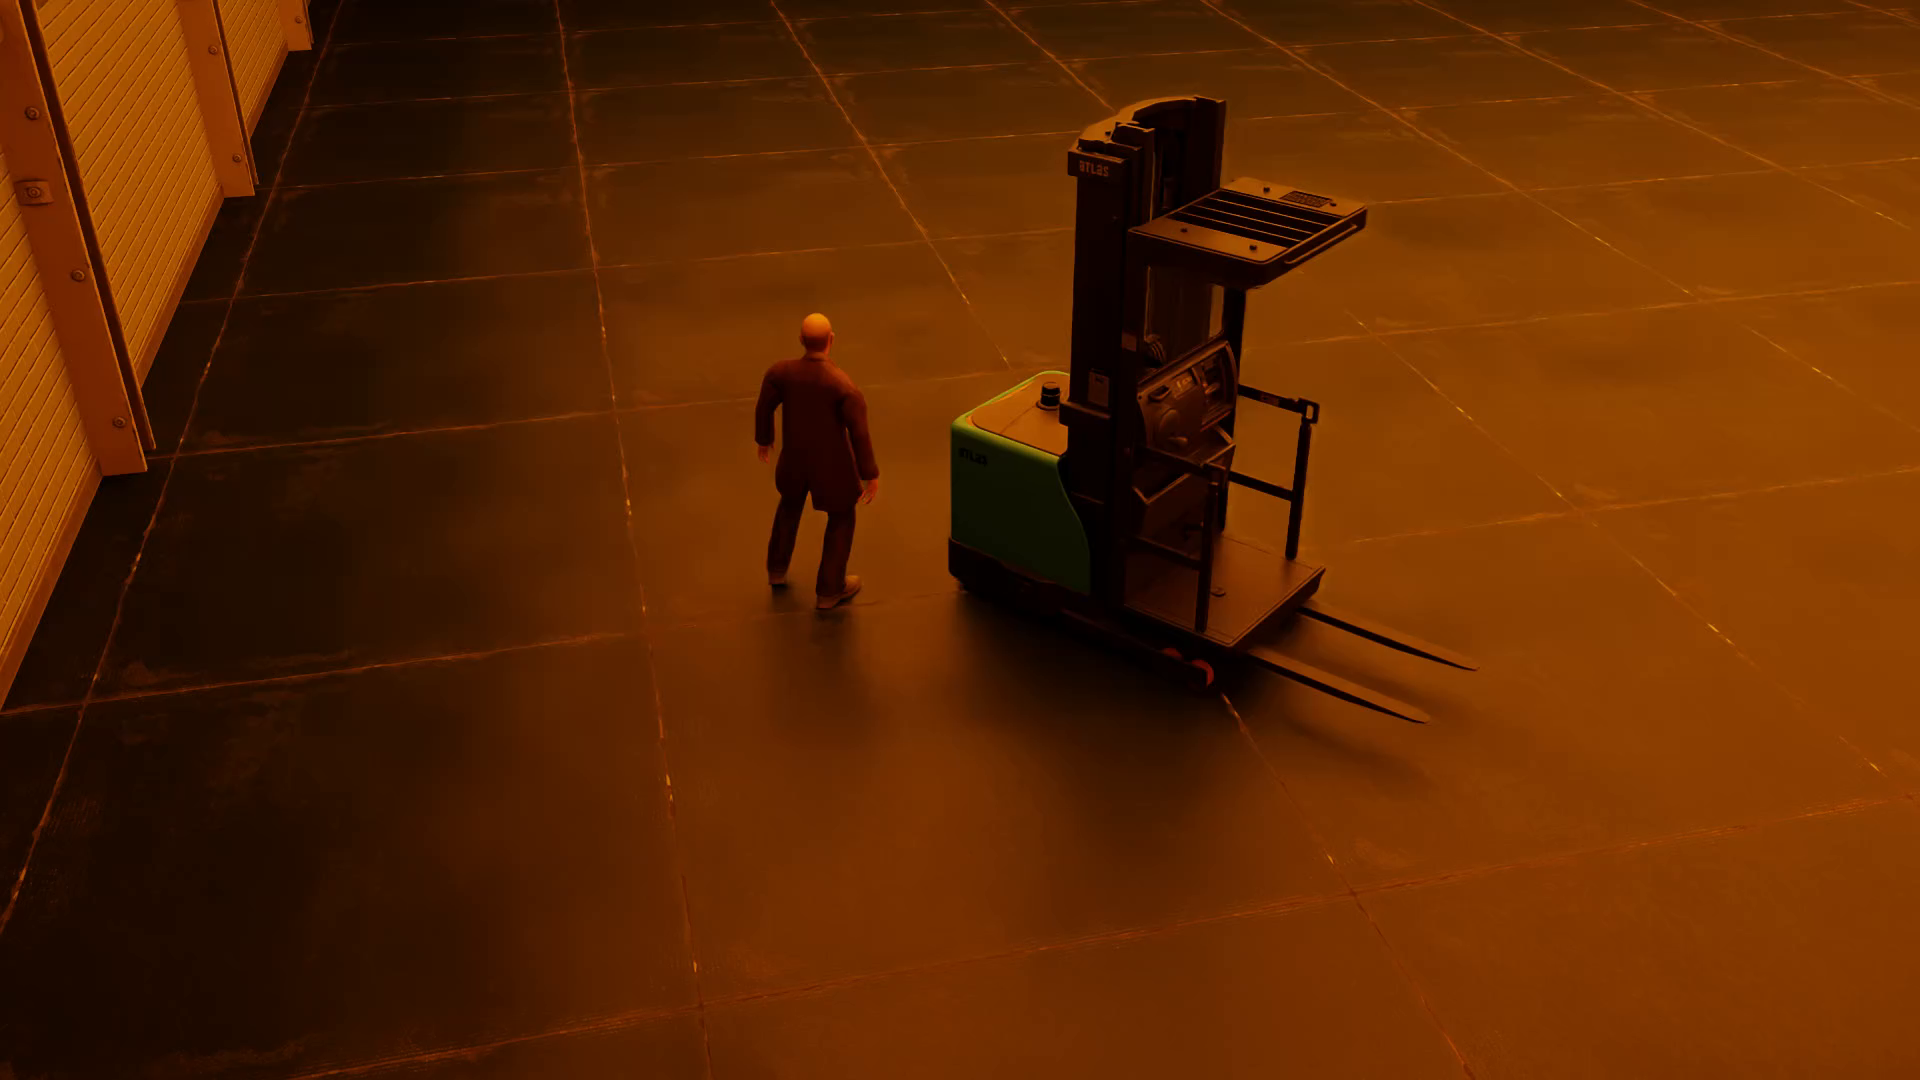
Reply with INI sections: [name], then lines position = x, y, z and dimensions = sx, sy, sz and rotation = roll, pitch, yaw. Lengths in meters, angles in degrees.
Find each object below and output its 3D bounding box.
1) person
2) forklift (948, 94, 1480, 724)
[person]
position = -0.816, -0.460, 9.549
dimensions = 0.832, 1.752, 0.440
rotation = 11, 32, 19
[forklift]
position = 1.396, -0.749, 8.868
dimensions = 3.031, 2.935, 1.130
rotation = 22, 37, 33
